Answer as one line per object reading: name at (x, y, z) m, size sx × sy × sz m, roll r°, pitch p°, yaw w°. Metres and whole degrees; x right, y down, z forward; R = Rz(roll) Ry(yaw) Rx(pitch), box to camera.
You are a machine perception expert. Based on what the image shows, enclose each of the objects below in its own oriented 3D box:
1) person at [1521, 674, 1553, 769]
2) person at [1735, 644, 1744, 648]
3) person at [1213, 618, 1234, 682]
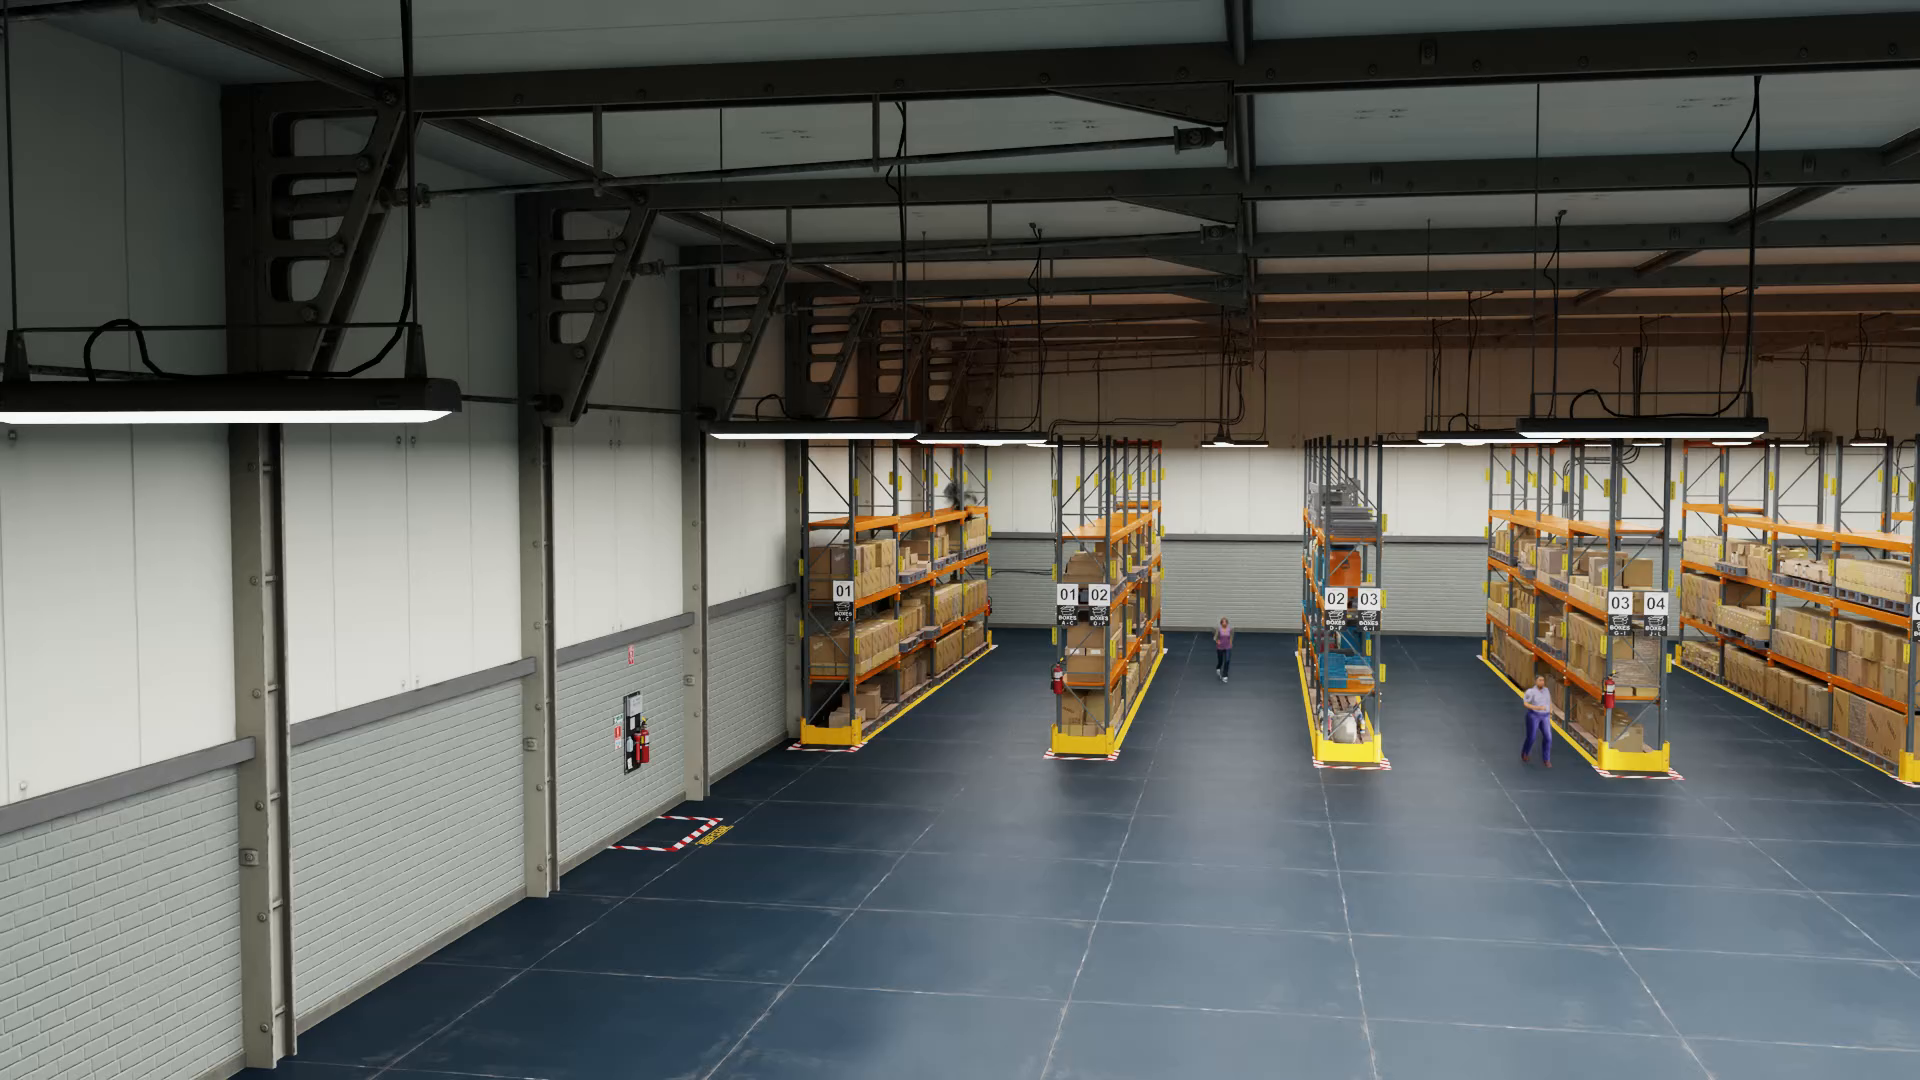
person at (10.474, 3.292, 30.149) m, size 0.622 × 1.714 × 0.752 m, roll 0°, pitch 3°, yaw -8°
person at (21.152, 2.409, 45.644) m, size 0.856 × 1.715 × 0.535 m, roll 0°, pitch 3°, yaw 2°
person at (6.540, 2.705, 41.295) m, size 0.527 × 1.582 × 0.819 m, roll 0°, pitch 3°, yaw -2°
